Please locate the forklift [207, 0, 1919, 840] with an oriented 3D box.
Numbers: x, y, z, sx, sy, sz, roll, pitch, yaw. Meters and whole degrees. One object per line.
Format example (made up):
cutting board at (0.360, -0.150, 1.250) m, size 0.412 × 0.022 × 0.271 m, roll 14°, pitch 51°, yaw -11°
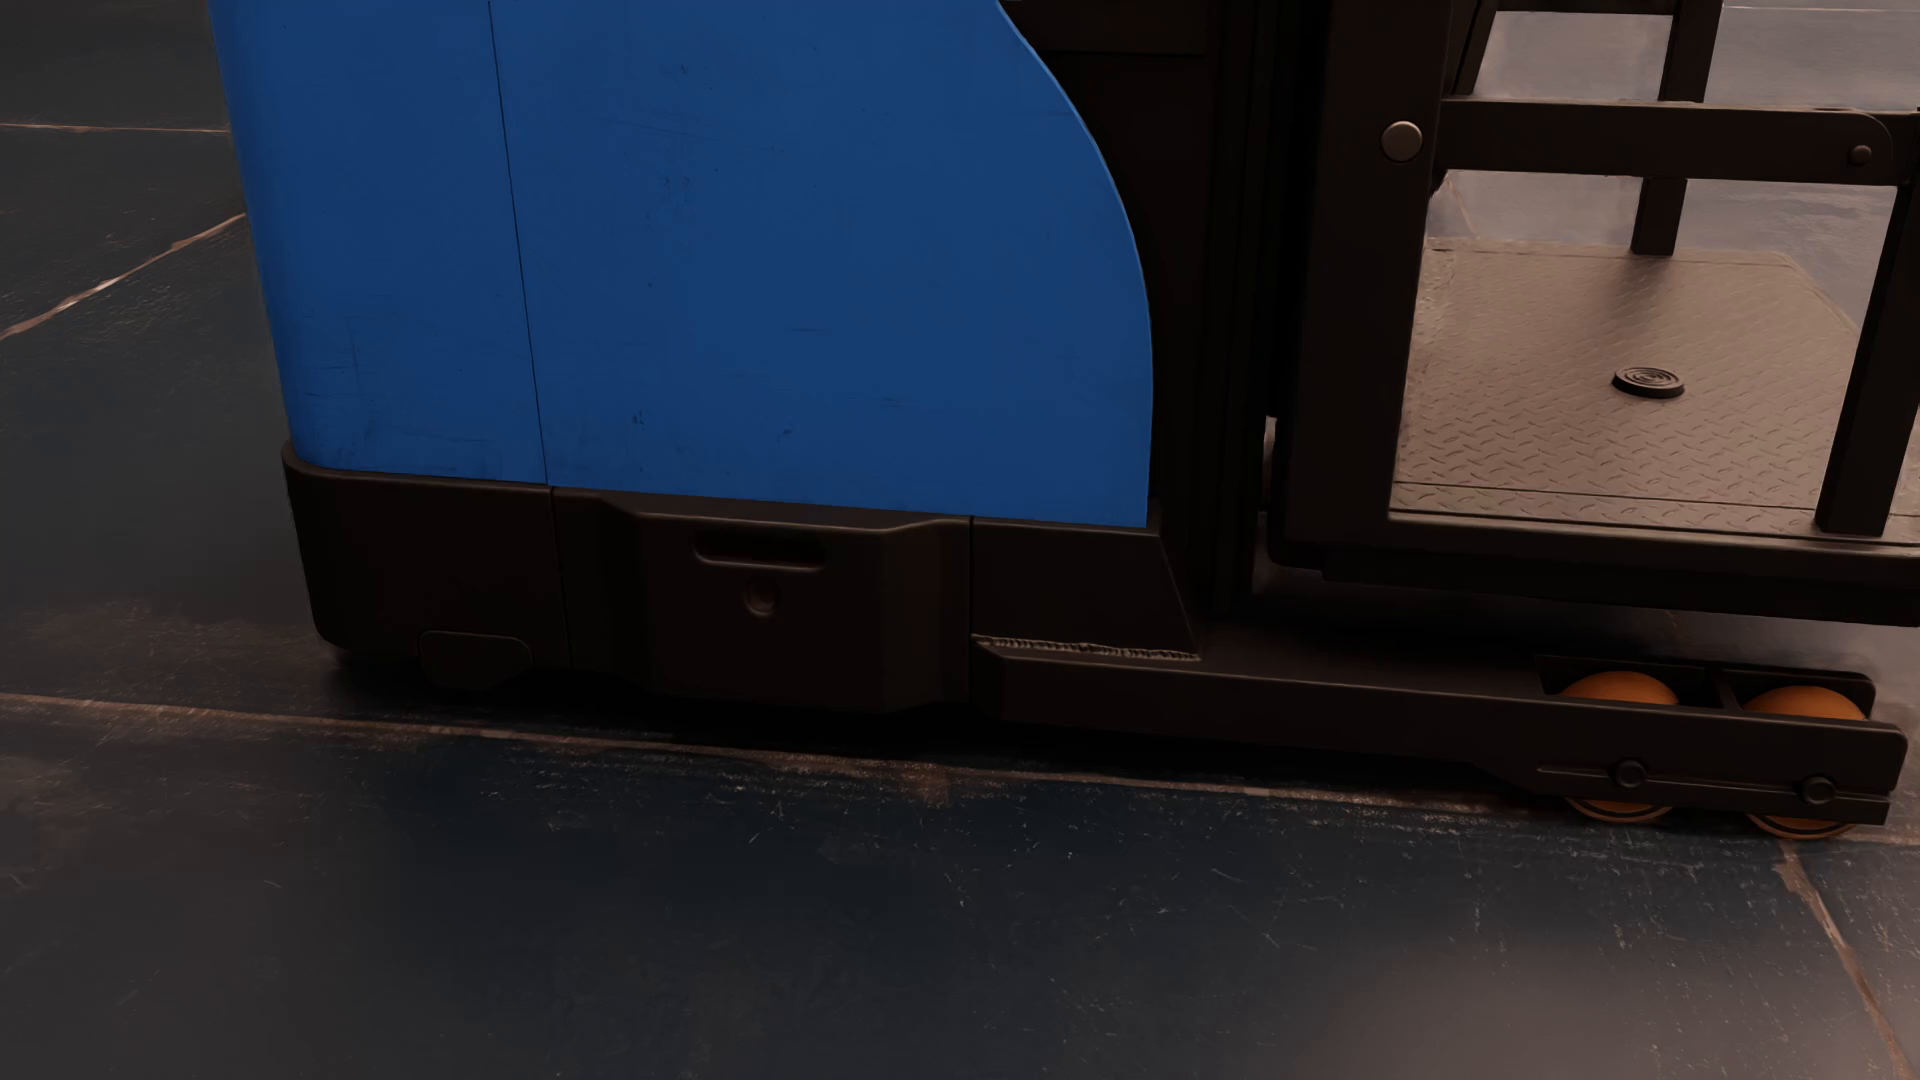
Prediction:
forklift at (0.735, -1.237, 1.696) m, size 3.031 × 2.935 × 1.130 m, roll 4°, pitch 27°, yaw 8°
